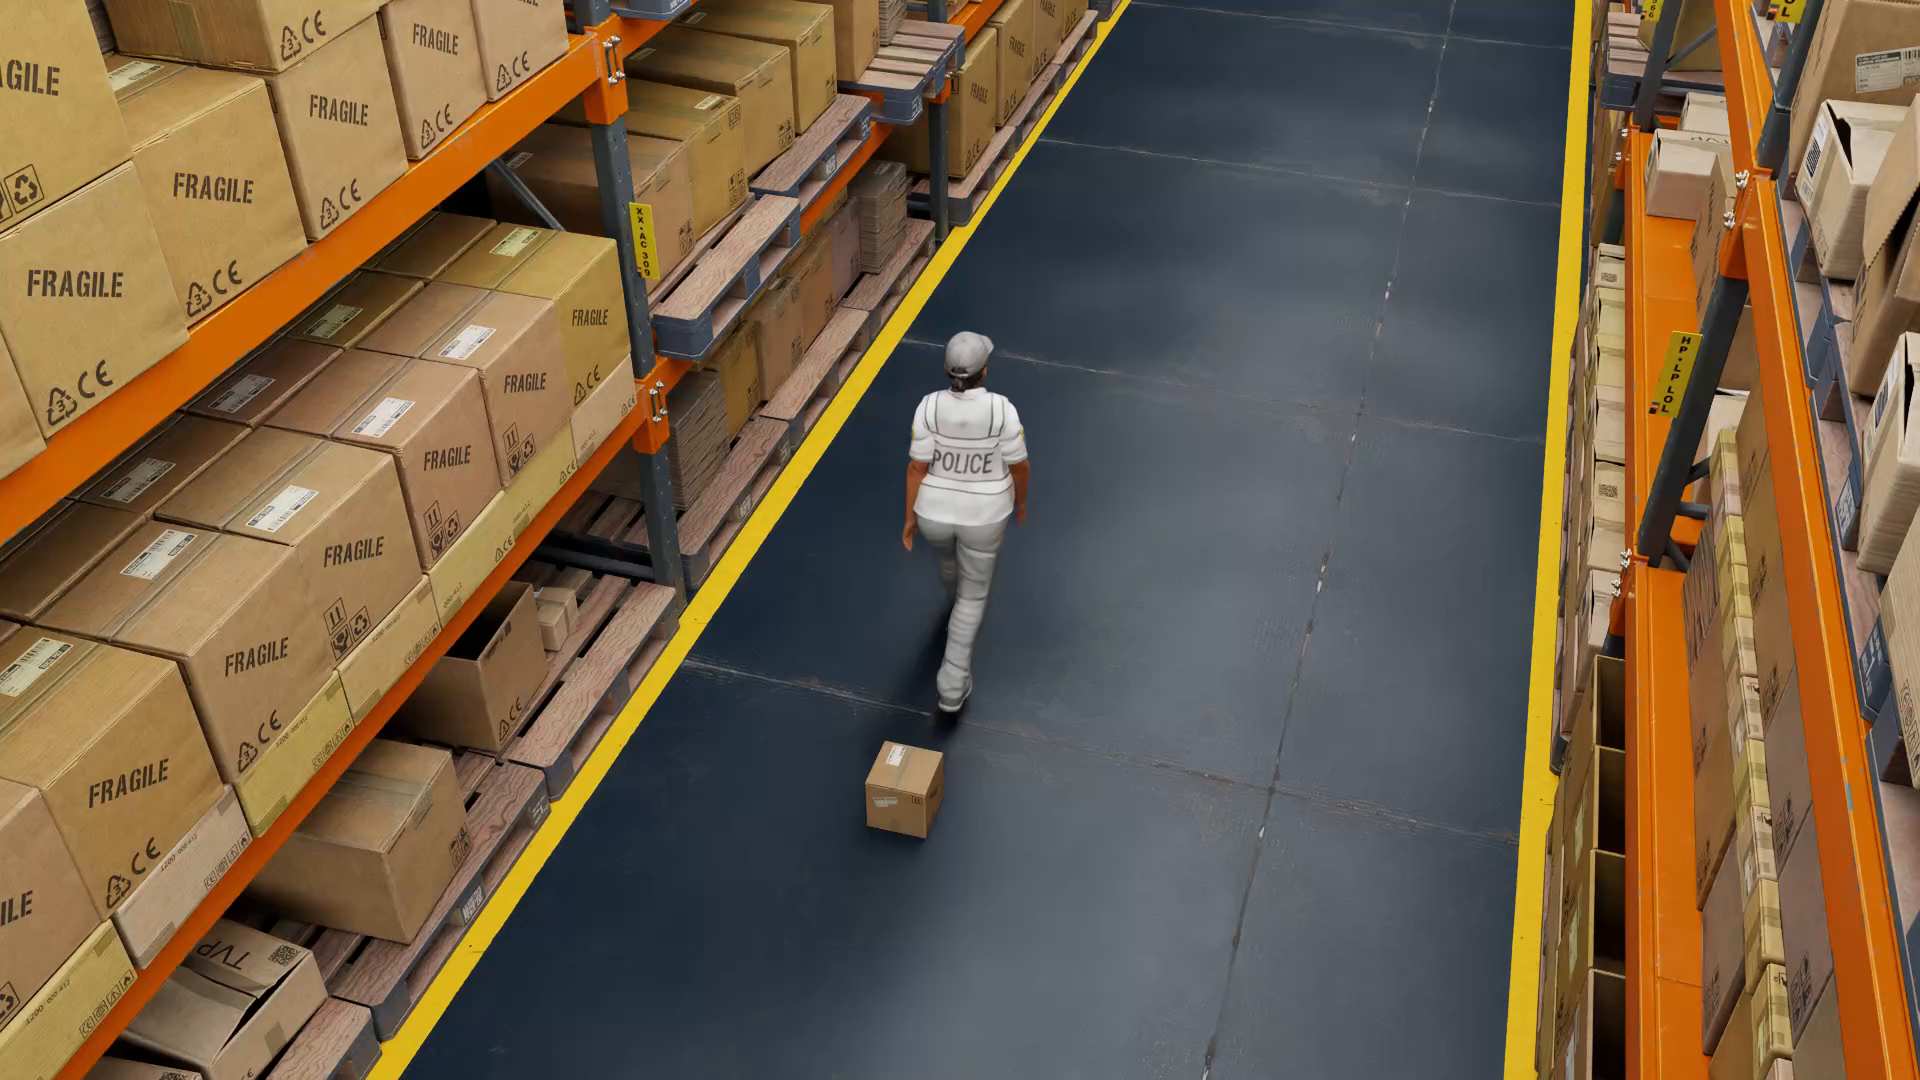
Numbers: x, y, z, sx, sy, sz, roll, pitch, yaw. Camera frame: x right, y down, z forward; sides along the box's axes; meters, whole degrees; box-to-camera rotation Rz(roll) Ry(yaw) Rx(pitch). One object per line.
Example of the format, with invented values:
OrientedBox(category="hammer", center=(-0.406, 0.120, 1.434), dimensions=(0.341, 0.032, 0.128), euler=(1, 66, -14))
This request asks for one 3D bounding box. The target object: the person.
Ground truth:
OrientedBox(category="person", center=(0.033, -0.142, 7.089), dimensions=(0.504, 1.603, 1.030), euler=(9, 38, 11))
